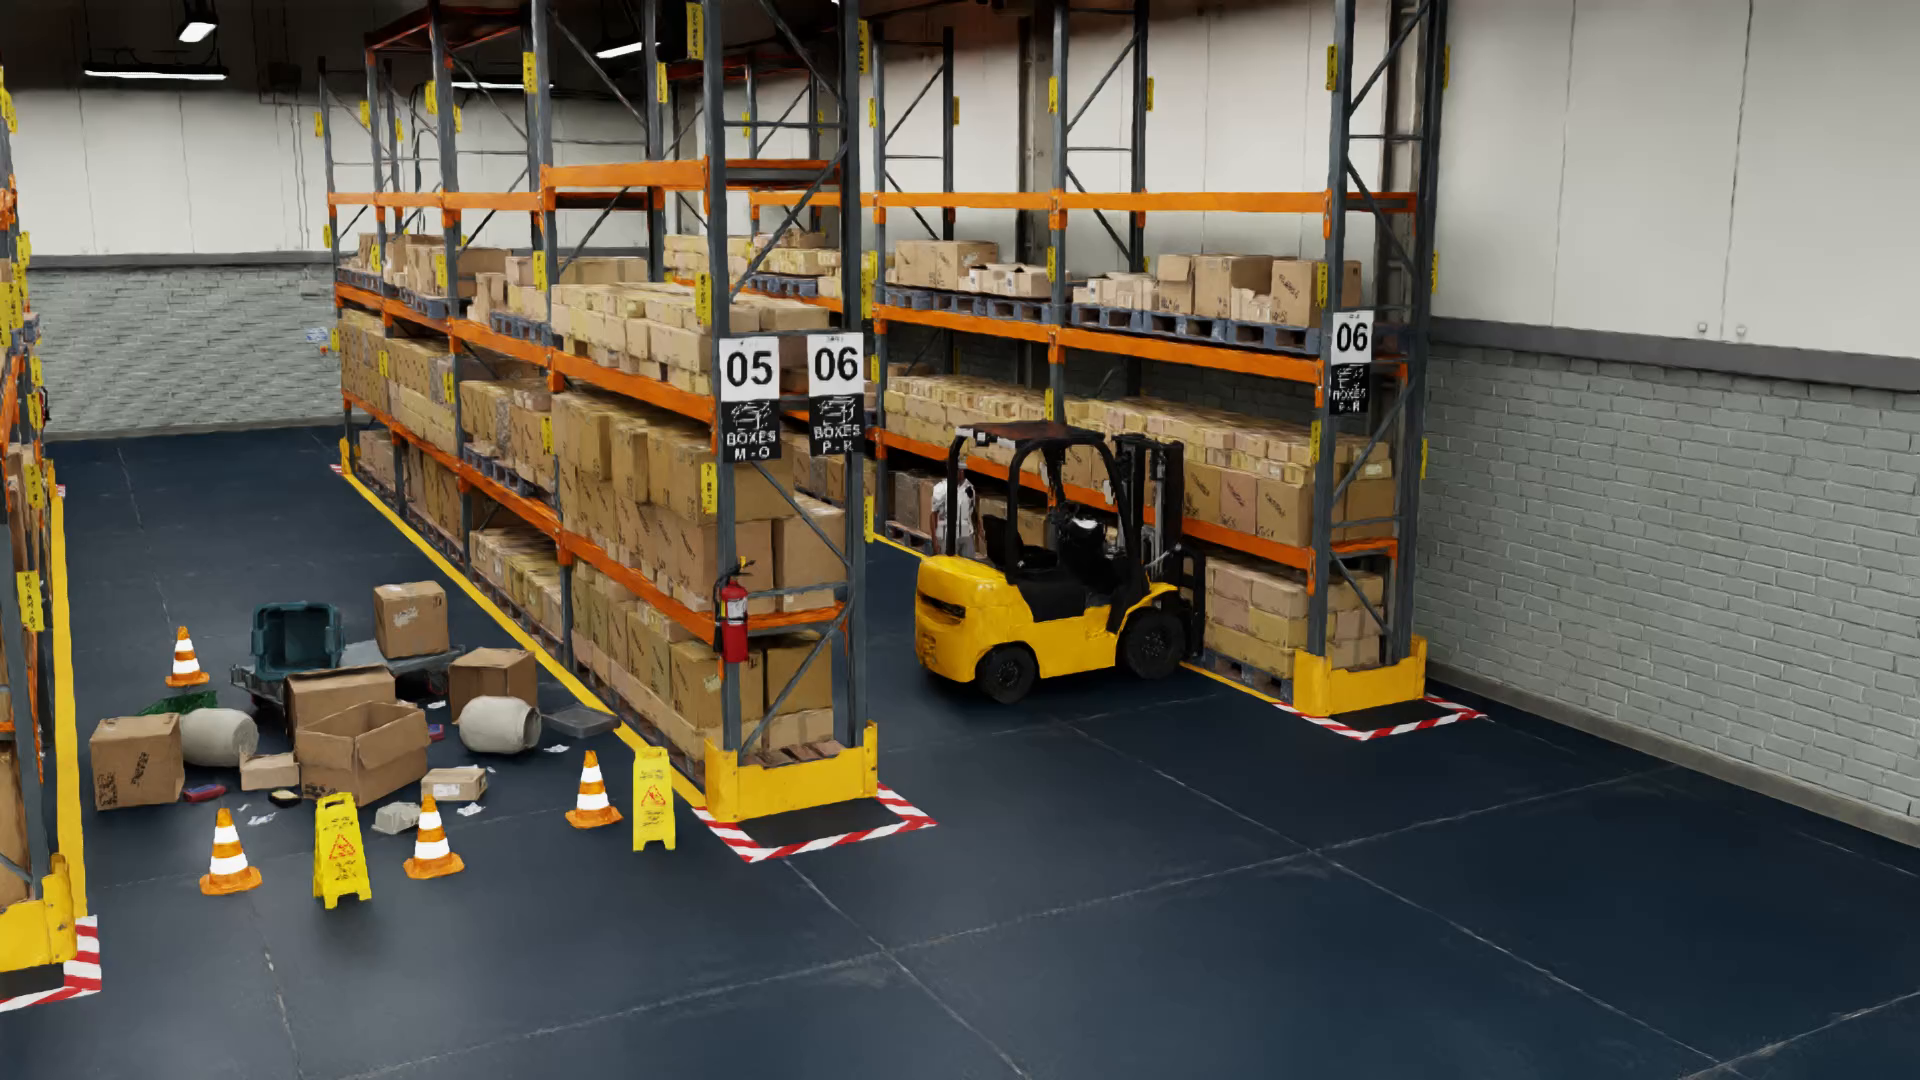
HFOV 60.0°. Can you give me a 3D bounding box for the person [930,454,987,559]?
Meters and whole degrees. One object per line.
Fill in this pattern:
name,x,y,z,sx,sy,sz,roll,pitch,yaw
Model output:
person,0.015,-0.007,16.052,0.552,1.665,0.501,-6,13,-27
